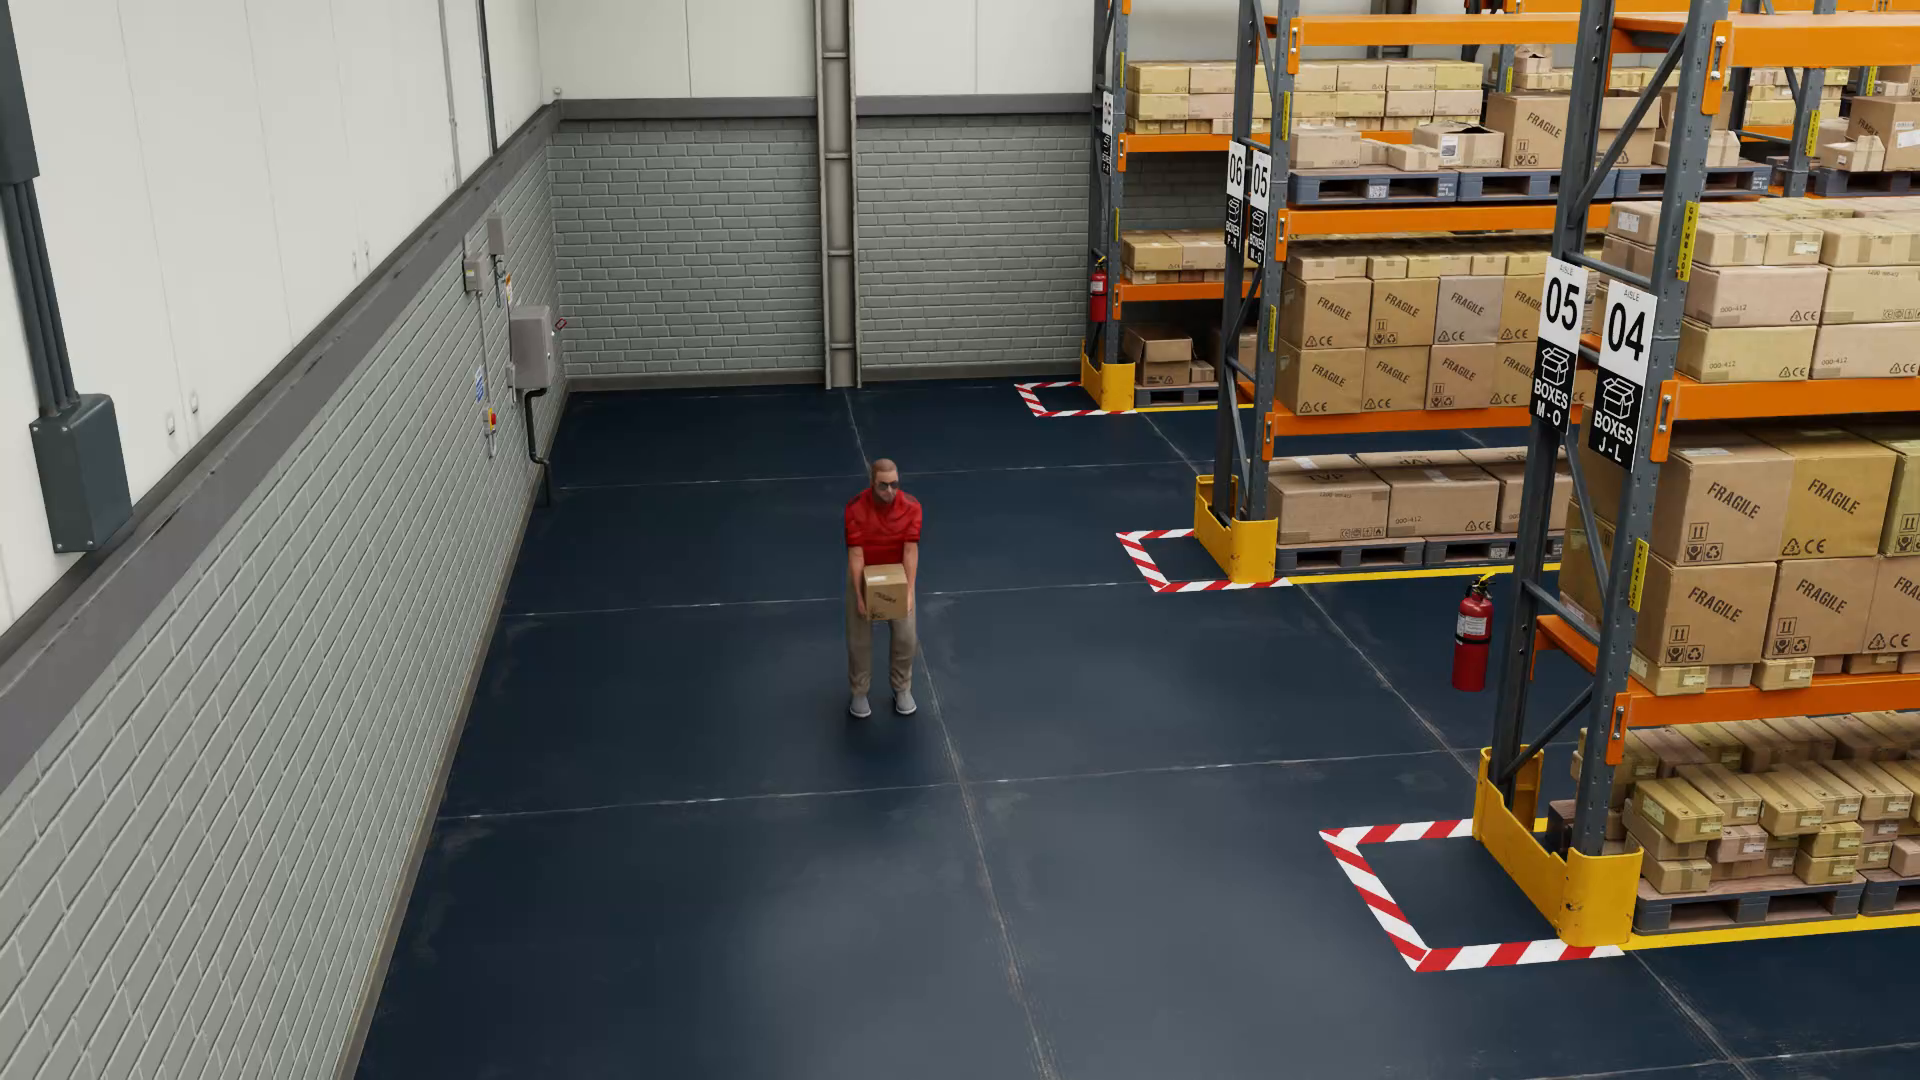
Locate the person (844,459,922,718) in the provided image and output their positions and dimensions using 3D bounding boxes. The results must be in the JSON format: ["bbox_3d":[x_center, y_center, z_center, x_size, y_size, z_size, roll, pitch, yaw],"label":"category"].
[{"bbox_3d":[-0.470,0.300,10.321,0.483,1.700,0.554,-3,20,-9],"label":"person"}]
